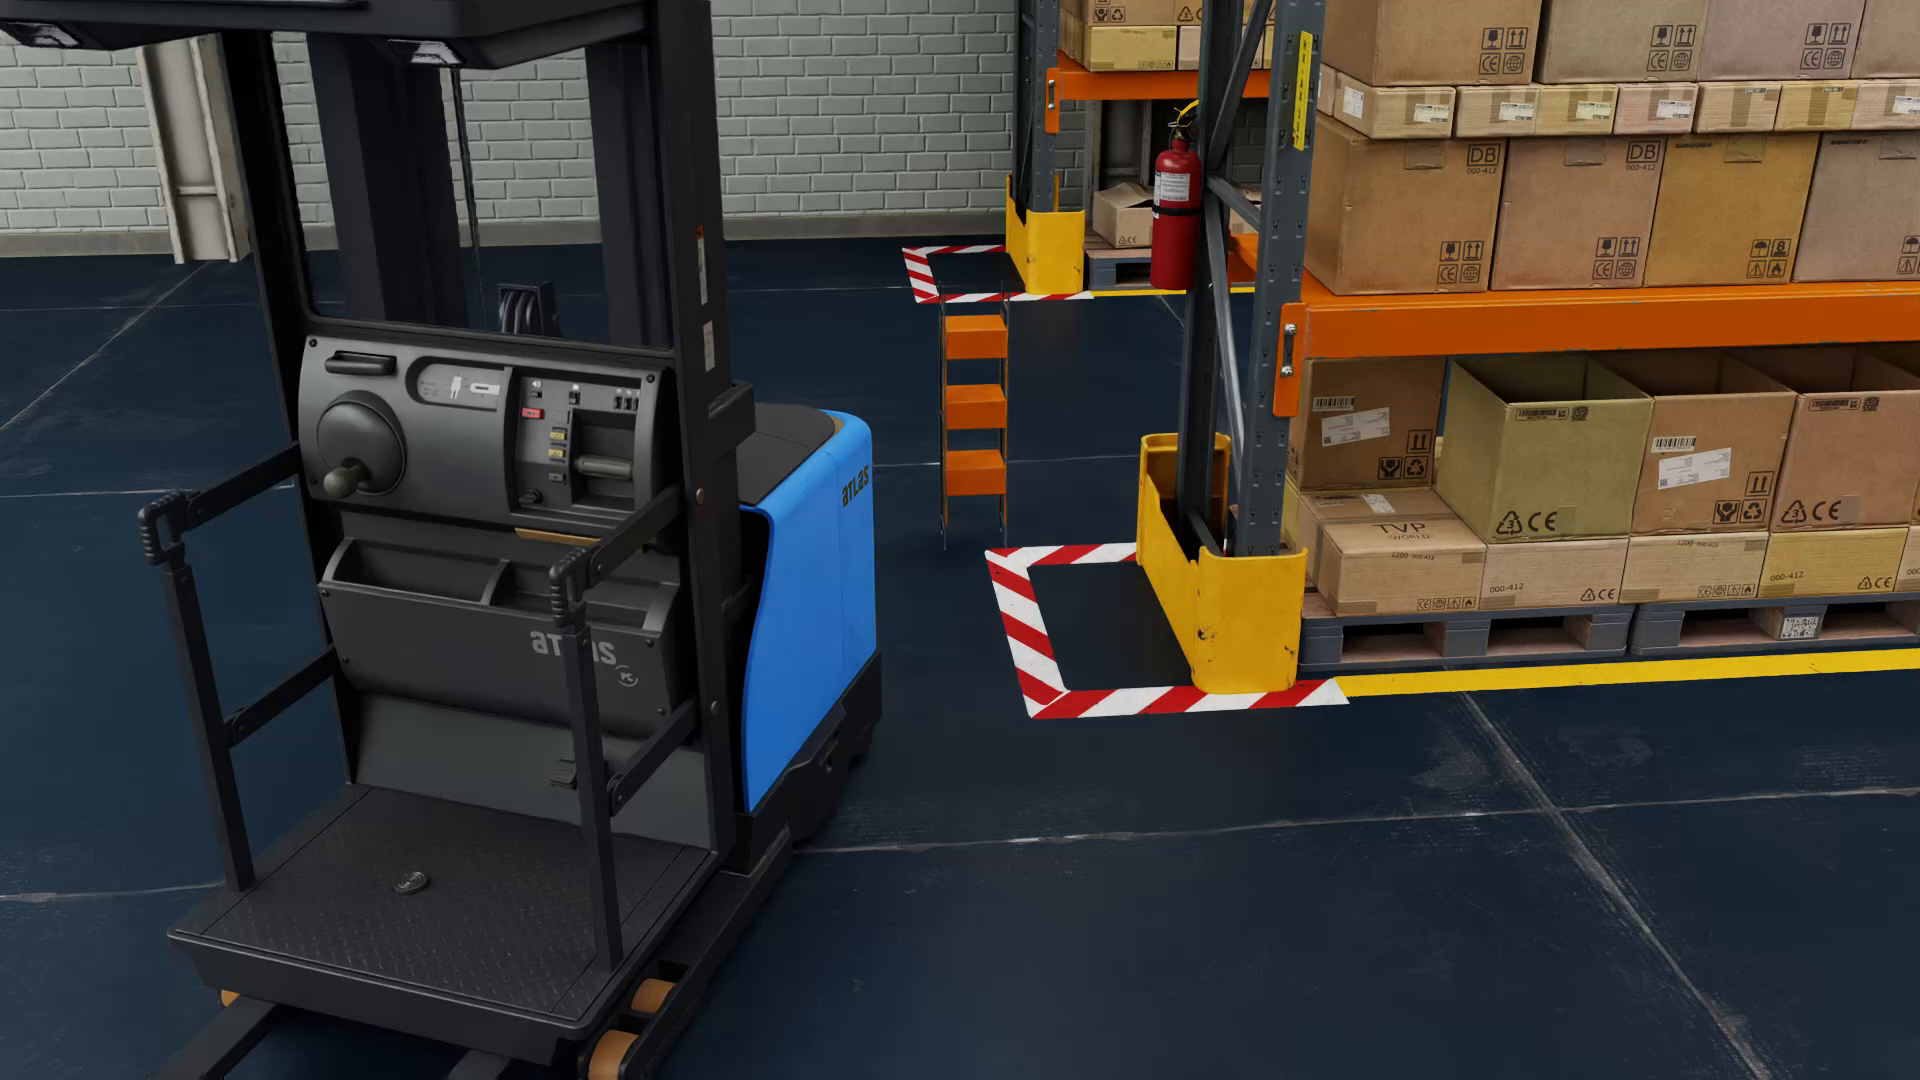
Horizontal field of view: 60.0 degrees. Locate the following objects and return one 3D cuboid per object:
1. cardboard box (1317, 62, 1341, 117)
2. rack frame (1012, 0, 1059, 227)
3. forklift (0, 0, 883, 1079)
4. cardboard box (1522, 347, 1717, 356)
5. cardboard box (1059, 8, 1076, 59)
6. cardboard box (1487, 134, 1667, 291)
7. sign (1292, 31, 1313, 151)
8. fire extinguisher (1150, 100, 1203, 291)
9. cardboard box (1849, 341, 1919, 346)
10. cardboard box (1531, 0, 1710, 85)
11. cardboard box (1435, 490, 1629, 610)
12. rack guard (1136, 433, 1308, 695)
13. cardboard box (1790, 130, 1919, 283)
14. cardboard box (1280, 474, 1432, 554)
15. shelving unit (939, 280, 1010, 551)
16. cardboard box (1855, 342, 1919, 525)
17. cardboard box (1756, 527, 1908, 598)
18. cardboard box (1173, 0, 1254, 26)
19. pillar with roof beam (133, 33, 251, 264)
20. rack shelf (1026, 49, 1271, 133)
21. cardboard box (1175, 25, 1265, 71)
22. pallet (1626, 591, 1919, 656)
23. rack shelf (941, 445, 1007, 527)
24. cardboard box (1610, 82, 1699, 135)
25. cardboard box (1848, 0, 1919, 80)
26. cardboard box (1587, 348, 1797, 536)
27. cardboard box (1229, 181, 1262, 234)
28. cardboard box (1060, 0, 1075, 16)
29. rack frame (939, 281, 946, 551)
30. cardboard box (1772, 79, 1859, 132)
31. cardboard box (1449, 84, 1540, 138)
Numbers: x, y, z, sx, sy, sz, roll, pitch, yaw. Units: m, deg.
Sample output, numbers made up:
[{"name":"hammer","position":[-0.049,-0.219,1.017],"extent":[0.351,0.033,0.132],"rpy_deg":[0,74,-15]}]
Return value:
[{"name":"cardboard box","position":[1.304,-1.527,5.572],"extent":[0.250,0.149,0.380],"rpy_deg":[-3,24,-6]},{"name":"rack frame","position":[0.452,-3.095,10.020],"extent":[0.127,3.000,1.000],"rpy_deg":[-2,24,-5]},{"name":"forklift","position":[-1.176,-0.223,3.644],"extent":[1.130,2.935,3.031],"rpy_deg":[7,25,16]},{"name":"cardboard box","position":[2.441,-0.559,6.259],"extent":[0.500,0.500,0.500],"rpy_deg":[-2,24,-5]},{"name":"cardboard box","position":[0.898,-3.133,10.265],"extent":[0.500,0.250,0.500],"rpy_deg":[-2,24,-4]},{"name":"cardboard box","position":[1.931,-1.175,5.578],"extent":[0.500,0.500,0.700],"rpy_deg":[-2,24,-4]},{"name":"sign","position":[0.991,-1.300,4.819],"extent":[0.005,0.325,0.100],"rpy_deg":[-2,24,-5]},{"name":"fire extinguisher","position":[0.779,-1.241,5.944],"extent":[0.183,0.674,0.296],"rpy_deg":[-2,24,-5]},{"name":"cardboard box","position":[3.436,-0.599,6.349],"extent":[0.500,0.500,0.500],"rpy_deg":[-2,24,-5]},{"name":"cardboard box","position":[1.984,-1.770,5.319],"extent":[0.500,0.500,0.700],"rpy_deg":[-3,24,-7]},{"name":"cardboard box","position":[1.996,0.019,5.883],"extent":[0.500,0.250,0.500],"rpy_deg":[-2,24,-5]},{"name":"rack guard","position":[0.919,0.050,6.022],"extent":[0.348,0.500,1.175],"rpy_deg":[-2,24,-5]},{"name":"cardboard box","position":[2.949,-1.215,5.668],"extent":[0.500,0.500,0.700],"rpy_deg":[-2,24,-4]},{"name":"cardboard box","position":[1.447,-0.169,6.306],"extent":[0.500,0.250,0.500],"rpy_deg":[-2,24,-5]},{"name":"shelving unit","position":[0.053,-0.482,6.542],"extent":[0.252,1.050,0.215],"rpy_deg":[-2,24,-5]},{"name":"cardboard box","position":[3.487,-0.387,5.873],"extent":[0.500,0.500,0.500],"rpy_deg":[-2,24,-5]},{"name":"cardboard box","position":[2.991,-0.019,5.968],"extent":[0.500,0.250,0.500],"rpy_deg":[-2,24,-5]},{"name":"cardboard box","position":[1.450,-3.292,9.699],"extent":[0.500,0.500,0.500],"rpy_deg":[-2,24,-5]},{"name":"pillar with roof beam","position":[-4.484,-4.235,5.198],"extent":[0.400,9.000,9.100],"rpy_deg":[-2,24,-5]},{"name":"rack shelf","position":[2.442,-2.846,10.346],"extent":[4.000,0.370,1.077],"rpy_deg":[-2,24,-5]},{"name":"cardboard box","position":[1.484,-2.953,9.862],"extent":[0.500,0.250,0.500],"rpy_deg":[-3,24,-7]},{"name":"pallet","position":[2.911,0.086,6.296],"extent":[1.213,0.211,1.003],"rpy_deg":[-2,24,-5]},{"name":"rack shelf","position":[0.053,-0.218,6.659],"extent":[0.240,0.259,0.215],"rpy_deg":[-2,24,-5]},{"name":"cardboard box","position":[2.117,-1.394,5.271],"extent":[0.250,0.149,0.380],"rpy_deg":[-3,24,-6]},{"name":"cardboard box","position":[2.984,-1.811,5.411],"extent":[0.500,0.500,0.700],"rpy_deg":[-2,24,-5]},{"name":"cardboard box","position":[2.492,-0.349,5.786],"extent":[0.500,0.500,0.500],"rpy_deg":[-2,24,-5]},{"name":"cardboard box","position":[1.717,-2.082,10.509],"extent":[0.500,0.311,0.500],"rpy_deg":[0,24,-1]},{"name":"cardboard box","position":[0.900,-3.483,10.130],"extent":[0.500,0.500,0.500],"rpy_deg":[-3,24,-6]},{"name":"rack frame","position":[-0.068,-0.477,6.531],"extent":[0.008,1.050,0.200],"rpy_deg":[-2,24,-5]},{"name":"cardboard box","position":[2.636,-1.416,5.321],"extent":[0.250,0.149,0.380],"rpy_deg":[-3,24,-6]},{"name":"cardboard box","position":[1.617,-1.375,5.230],"extent":[0.250,0.149,0.380],"rpy_deg":[-3,24,-7]}]
